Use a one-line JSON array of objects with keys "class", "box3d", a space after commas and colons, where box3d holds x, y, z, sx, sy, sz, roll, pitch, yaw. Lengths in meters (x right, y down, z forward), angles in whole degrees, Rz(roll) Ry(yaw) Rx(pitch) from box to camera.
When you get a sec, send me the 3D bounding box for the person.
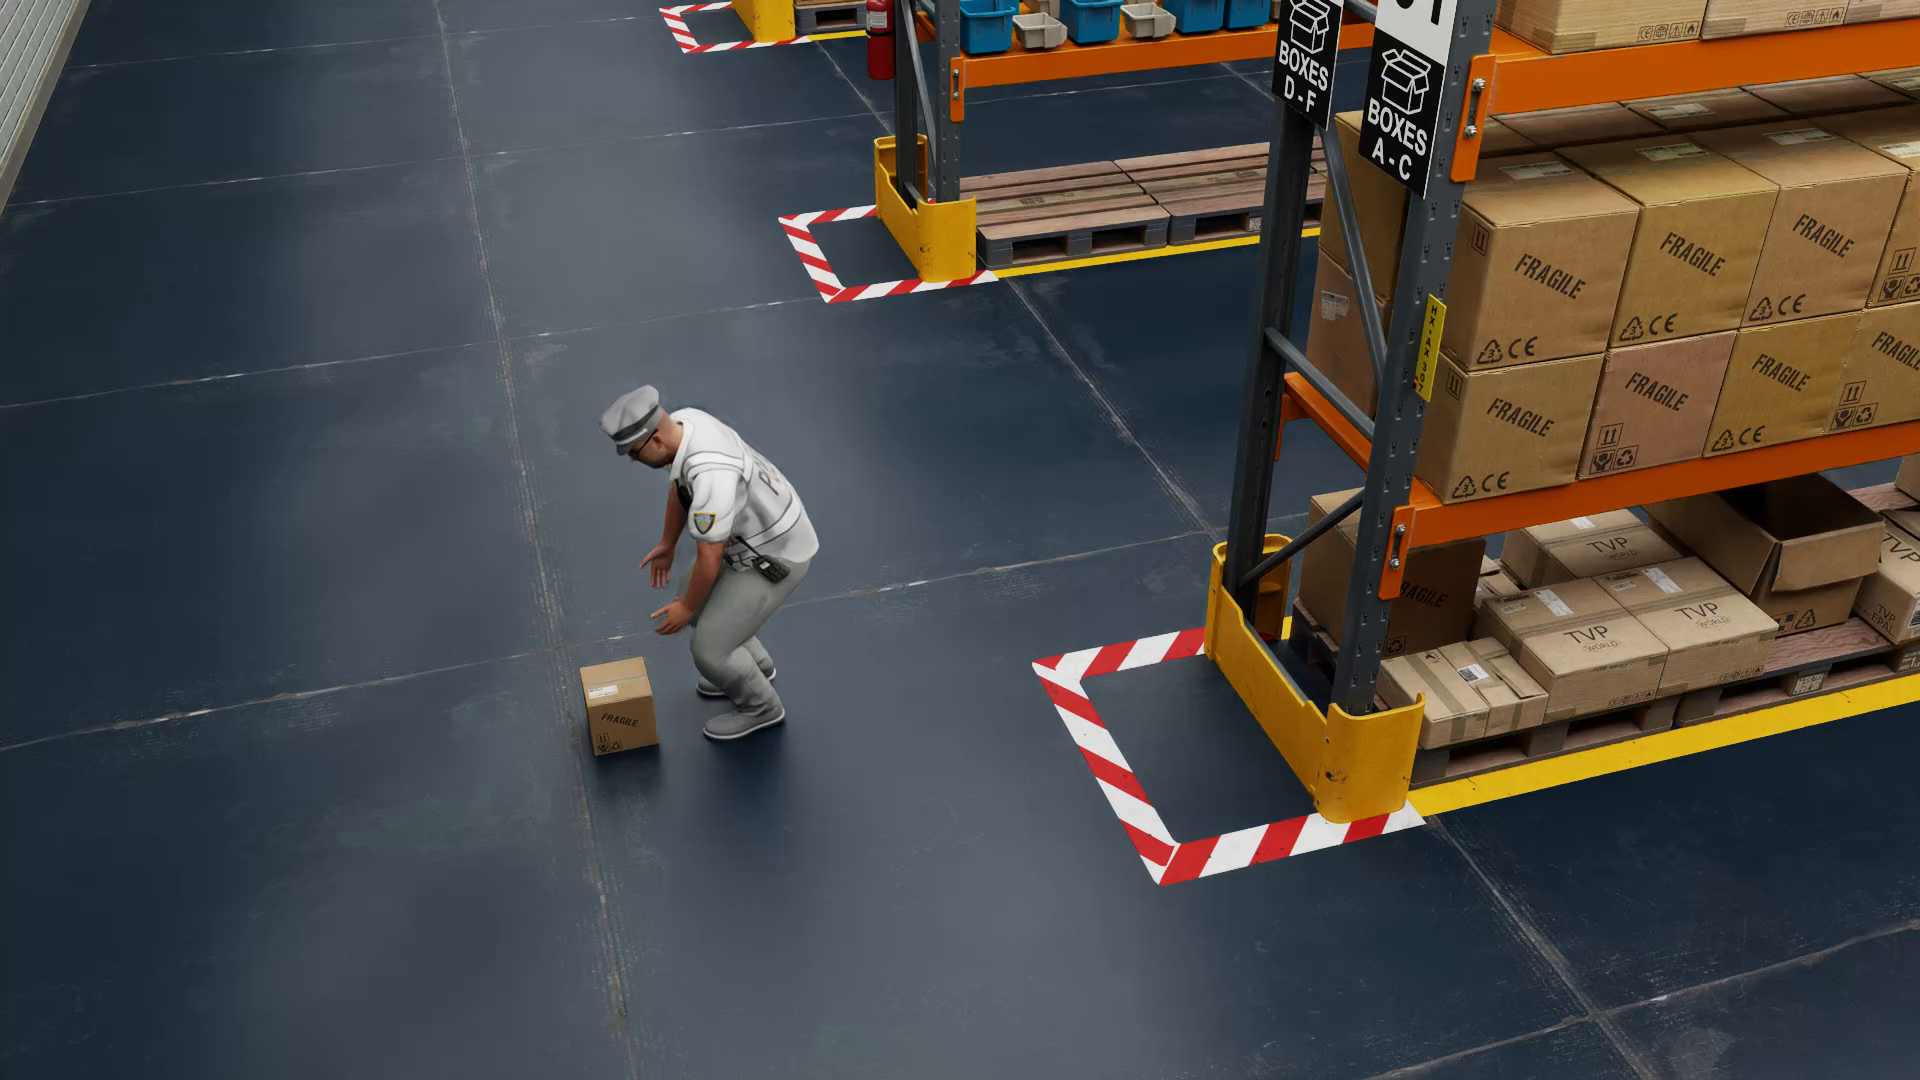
[{"class": "person", "box3d": [-0.907, 0.076, 6.261, 0.751, 1.496, 0.588, -10, 35, -14]}]
